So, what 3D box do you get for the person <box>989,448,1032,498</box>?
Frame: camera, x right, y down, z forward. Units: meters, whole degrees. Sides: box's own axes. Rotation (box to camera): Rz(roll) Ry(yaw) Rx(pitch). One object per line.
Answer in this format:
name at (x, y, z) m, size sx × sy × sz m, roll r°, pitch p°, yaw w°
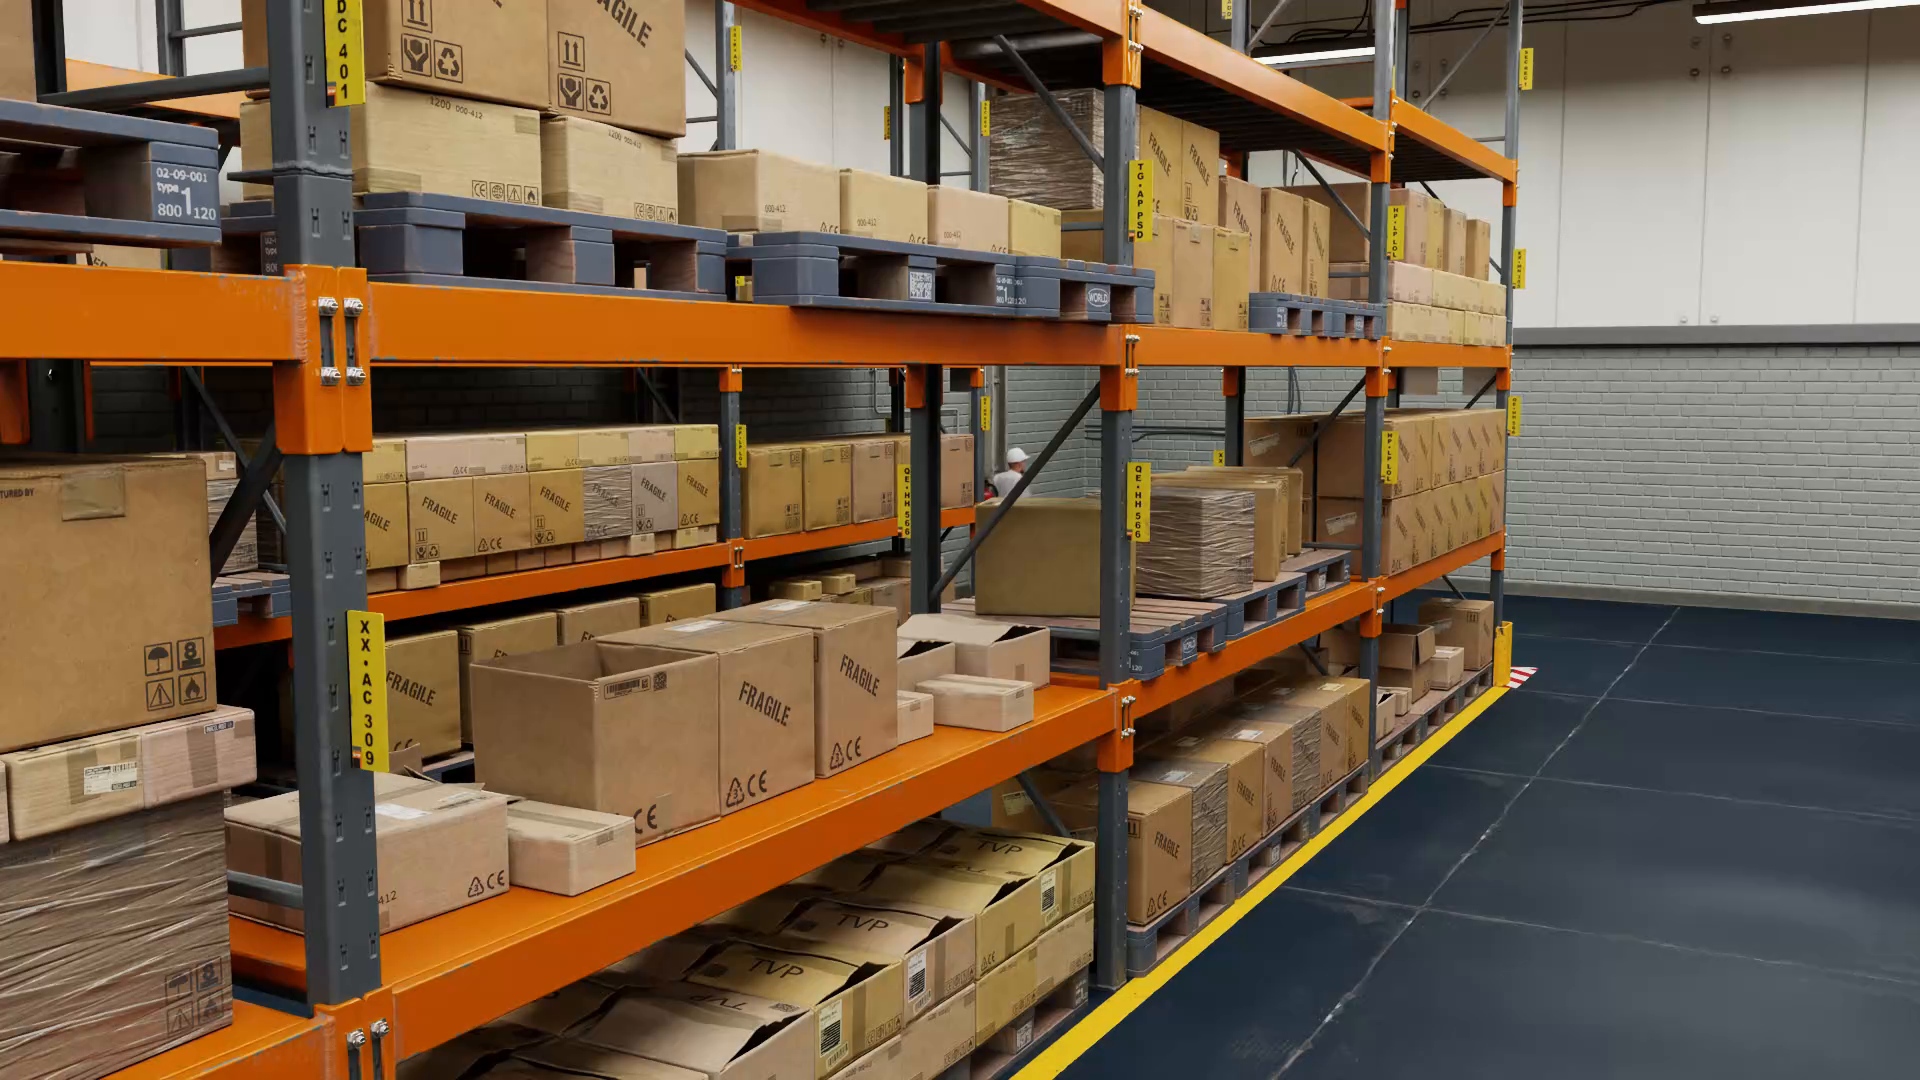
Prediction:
person at (0.576, -0.123, 18.092) m, size 0.860 × 1.755 × 0.576 m, roll -4°, pitch 7°, yaw -37°
